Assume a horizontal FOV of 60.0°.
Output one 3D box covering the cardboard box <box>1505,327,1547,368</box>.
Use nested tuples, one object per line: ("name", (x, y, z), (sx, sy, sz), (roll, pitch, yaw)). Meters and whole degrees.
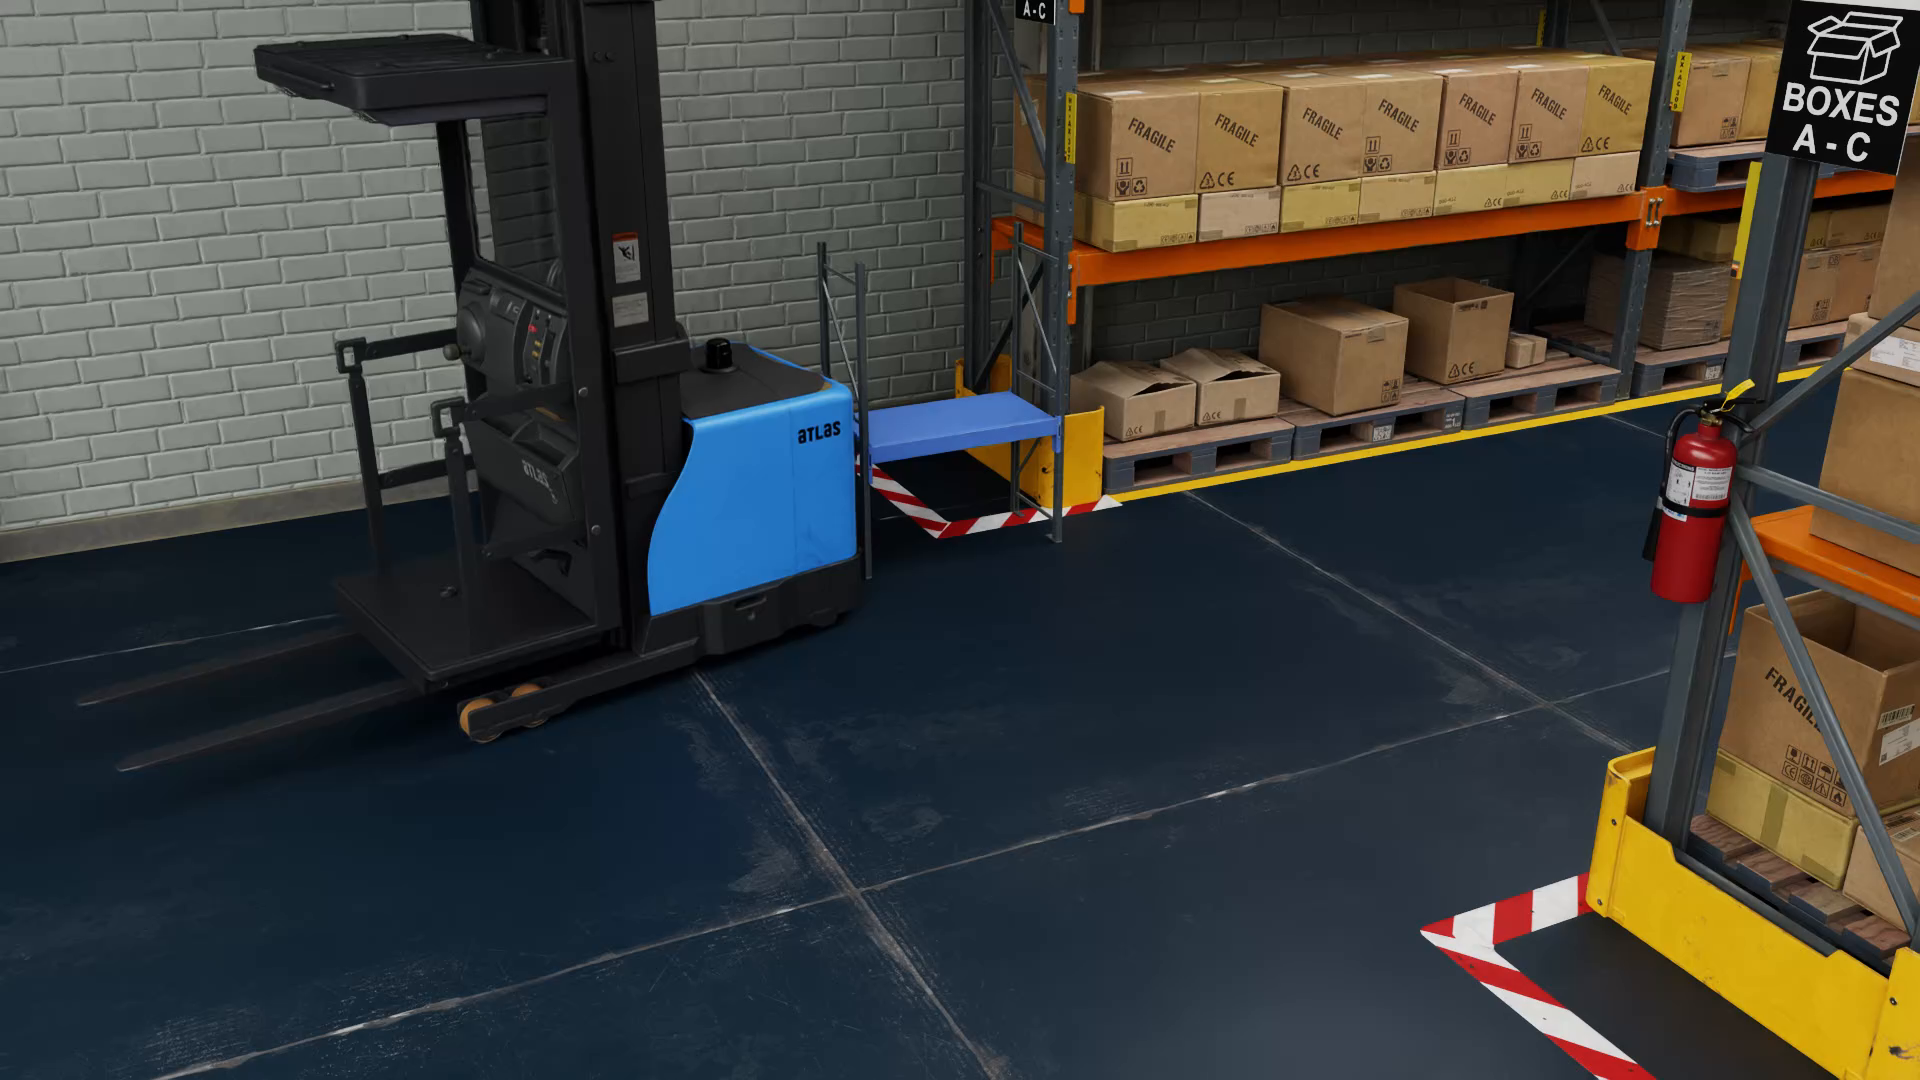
("cardboard box", (3.427, -1.216, 10.394), (0.250, 0.166, 0.380), (-14, 26, -30))

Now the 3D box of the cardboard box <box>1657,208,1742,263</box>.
("cardboard box", (4.947, -2.017, 10.915), (0.500, 0.250, 0.500), (-11, 25, -25))

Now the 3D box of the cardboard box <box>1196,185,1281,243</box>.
("cardboard box", (1.331, -1.760, 8.749), (0.500, 0.250, 0.500), (-11, 25, -25))

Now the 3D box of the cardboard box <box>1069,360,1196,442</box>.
("cardboard box", (0.954, -0.802, 9.205), (0.500, 0.311, 0.500), (-14, 26, -30))

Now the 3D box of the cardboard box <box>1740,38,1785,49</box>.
("cardboard box", (5.456, -2.953, 10.756), (0.500, 0.500, 0.700), (-7, 23, -16))

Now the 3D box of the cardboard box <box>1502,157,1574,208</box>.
("cardboard box", (3.148, -2.098, 9.566), (0.500, 0.250, 0.500), (-10, 25, -23))

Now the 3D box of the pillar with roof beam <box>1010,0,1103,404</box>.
("pillar with roof beam", (2.414, -3.460, 4.842), (0.400, 9.000, 9.100), (-10, 25, -24))

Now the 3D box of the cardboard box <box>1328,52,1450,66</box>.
("cardboard box", (2.462, -2.536, 9.644), (0.500, 0.500, 0.500), (-10, 24, -22))

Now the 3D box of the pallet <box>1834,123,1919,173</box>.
("pallet", (5.734, -2.653, 10.988), (1.213, 0.211, 1.003), (-10, 25, -24))

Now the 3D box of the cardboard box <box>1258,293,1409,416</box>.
("cardboard box", (2.150, -1.088, 9.650), (0.500, 0.500, 0.700), (-12, 25, -27))

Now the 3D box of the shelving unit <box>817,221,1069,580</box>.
("shelving unit", (-0.077, -0.679, 7.929), (1.048, 1.500, 0.538), (-10, 25, -24))

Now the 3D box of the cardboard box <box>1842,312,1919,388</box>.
("cardboard box", (2.705, -0.526, 4.619), (0.250, 0.149, 0.380), (-11, 25, -25))

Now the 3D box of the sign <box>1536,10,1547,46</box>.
("sign", (3.652, -3.146, 10.415), (0.005, 0.325, 0.100), (-10, 25, -24))

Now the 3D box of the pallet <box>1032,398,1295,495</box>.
("pallet", (1.107, -0.604, 9.433), (1.213, 0.211, 1.003), (-10, 25, -24))

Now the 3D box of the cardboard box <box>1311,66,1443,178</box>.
("cardboard box", (2.230, -2.271, 9.004), (0.500, 0.500, 0.500), (-10, 24, -22))

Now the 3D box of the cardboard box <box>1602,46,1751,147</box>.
("cardboard box", (4.369, -2.743, 10.248), (0.500, 0.500, 0.700), (-10, 25, -23))

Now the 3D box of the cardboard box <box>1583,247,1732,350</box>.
("cardboard box", (4.552, -1.597, 10.879), (0.500, 0.500, 0.700), (-10, 24, -22))

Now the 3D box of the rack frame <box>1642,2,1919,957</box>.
("rack frame", (2.443, -0.051, 4.450), (0.127, 3.000, 1.000), (-10, 25, -24))

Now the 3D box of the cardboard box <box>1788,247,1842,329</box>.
("cardboard box", (5.473, -1.770, 11.298), (0.500, 0.500, 0.700), (-10, 25, -23))

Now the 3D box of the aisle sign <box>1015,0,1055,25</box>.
("aisle sign", (0.357, -2.843, 7.797), (0.004, 0.787, 0.394), (-10, 25, -24))

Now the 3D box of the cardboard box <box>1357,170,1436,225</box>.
("cardboard box", (2.249, -1.925, 9.149), (0.500, 0.250, 0.500), (-10, 25, -23))

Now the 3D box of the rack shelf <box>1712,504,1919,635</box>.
("rack shelf", (4.245, -0.050, 5.389), (4.000, 0.370, 1.077), (-10, 25, -24))

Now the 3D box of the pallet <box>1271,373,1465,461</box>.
("pallet", (2.205, -0.805, 9.918), (1.213, 0.211, 1.003), (-10, 25, -24))

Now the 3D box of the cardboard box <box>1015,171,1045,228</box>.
("cardboard box", (0.629, -1.841, 8.947), (0.500, 0.250, 0.500), (-10, 25, -23))

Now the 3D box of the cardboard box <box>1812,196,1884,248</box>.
("cardboard box", (5.872, -2.182, 11.311), (0.500, 0.250, 0.500), (-11, 25, -24))

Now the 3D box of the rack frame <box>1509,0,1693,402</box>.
("rack frame", (3.896, -2.421, 10.176), (0.127, 3.000, 1.000), (-10, 25, -24))

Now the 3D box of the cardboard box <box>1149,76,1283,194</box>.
("cardboard box", (1.302, -2.098, 8.585), (0.500, 0.500, 0.500), (-10, 25, -23))

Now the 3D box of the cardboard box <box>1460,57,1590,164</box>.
("cardboard box", (3.157, -2.437, 9.406), (0.500, 0.500, 0.500), (-11, 25, -24))

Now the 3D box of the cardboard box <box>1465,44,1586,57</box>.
("cardboard box", (3.382, -2.701, 10.043), (0.500, 0.500, 0.500), (-11, 25, -25))

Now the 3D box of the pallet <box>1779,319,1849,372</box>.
("pallet", (5.697, -1.466, 11.515), (1.213, 0.211, 1.003), (-10, 25, -24))

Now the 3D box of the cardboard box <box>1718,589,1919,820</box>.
("cardboard box", (2.797, 0.488, 5.215), (0.500, 0.500, 0.500), (-10, 25, -24))

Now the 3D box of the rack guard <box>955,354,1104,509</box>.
("rack guard", (0.360, -0.615, 9.082), (0.348, 0.500, 1.175), (-10, 25, -24))

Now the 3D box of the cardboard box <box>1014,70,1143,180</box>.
("cardboard box", (0.624, -2.195, 8.820), (0.500, 0.500, 0.500), (-11, 25, -24))

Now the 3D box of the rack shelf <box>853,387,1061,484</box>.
("rack shelf", (-0.077, -0.513, 7.998), (1.000, 0.185, 0.538), (-10, 25, -24))

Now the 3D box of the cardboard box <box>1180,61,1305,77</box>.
("cardboard box", (1.546, -2.362, 9.225), (0.500, 0.500, 0.500), (-11, 25, -25))

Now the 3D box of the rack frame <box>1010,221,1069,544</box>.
("rack frame", (0.381, -0.763, 8.133), (0.032, 1.500, 0.500), (-10, 25, -24))

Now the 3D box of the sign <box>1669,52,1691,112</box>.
("sign", (4.138, -2.635, 9.562), (0.005, 0.325, 0.100), (-10, 25, -24))

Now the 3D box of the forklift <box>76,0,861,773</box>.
("forklift", (-1.912, -0.806, 6.365), (3.031, 2.935, 1.130), (-17, 28, -35))

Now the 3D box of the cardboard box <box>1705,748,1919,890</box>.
("cardboard box", (2.798, 0.835, 5.357), (0.500, 0.250, 0.500), (-10, 25, -24))

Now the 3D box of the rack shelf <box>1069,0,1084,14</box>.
("rack shelf", (2.094, -3.142, 8.938), (4.000, 0.370, 1.077), (-10, 25, -24))
